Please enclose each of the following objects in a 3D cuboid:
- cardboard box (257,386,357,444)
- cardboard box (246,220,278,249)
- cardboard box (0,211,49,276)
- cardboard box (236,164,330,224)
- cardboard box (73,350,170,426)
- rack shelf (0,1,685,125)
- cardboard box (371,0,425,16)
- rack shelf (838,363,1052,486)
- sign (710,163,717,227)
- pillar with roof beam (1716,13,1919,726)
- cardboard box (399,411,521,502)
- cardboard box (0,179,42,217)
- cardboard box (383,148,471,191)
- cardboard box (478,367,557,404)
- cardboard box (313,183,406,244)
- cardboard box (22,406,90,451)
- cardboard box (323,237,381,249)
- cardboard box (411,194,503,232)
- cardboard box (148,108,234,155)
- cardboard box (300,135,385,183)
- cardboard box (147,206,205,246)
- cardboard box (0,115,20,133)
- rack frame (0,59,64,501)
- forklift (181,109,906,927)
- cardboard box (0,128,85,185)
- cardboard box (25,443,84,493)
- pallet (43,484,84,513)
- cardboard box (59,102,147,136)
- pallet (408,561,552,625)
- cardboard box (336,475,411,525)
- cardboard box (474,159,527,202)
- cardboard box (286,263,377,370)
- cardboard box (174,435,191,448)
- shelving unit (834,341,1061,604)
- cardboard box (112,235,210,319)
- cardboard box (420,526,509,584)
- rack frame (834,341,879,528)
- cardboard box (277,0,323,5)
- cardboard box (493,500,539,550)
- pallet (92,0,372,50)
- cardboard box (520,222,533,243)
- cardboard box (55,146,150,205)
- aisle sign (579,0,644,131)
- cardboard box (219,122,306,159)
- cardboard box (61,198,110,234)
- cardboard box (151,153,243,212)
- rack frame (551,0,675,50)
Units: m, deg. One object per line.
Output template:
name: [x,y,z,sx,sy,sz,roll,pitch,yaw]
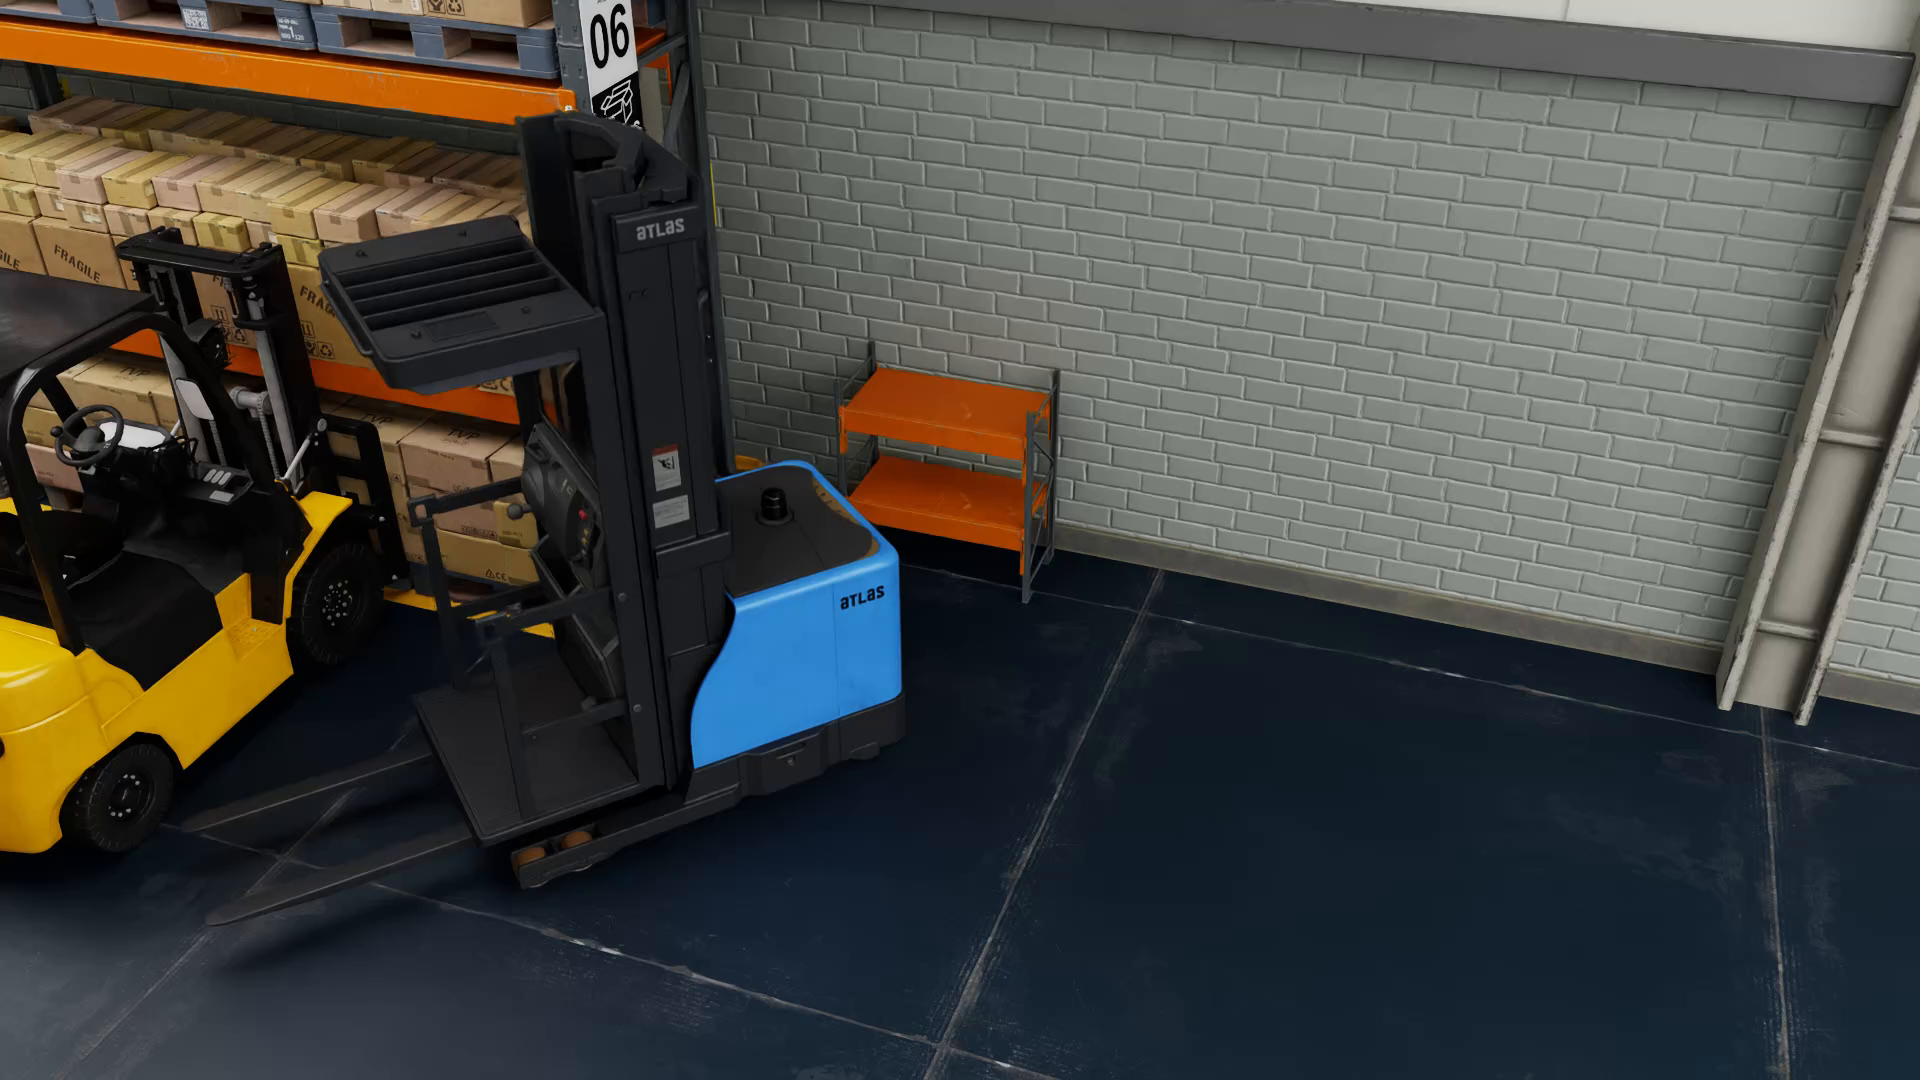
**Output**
cardboard box: [-3.402,-0.647,8.681,0.500,0.250,0.500,10,34,15]
cardboard box: [-3.270,-1.555,8.171,0.250,0.149,0.380,11,34,16]
cardboard box: [-4.864,-1.566,8.786,0.500,0.500,0.500,10,34,15]
cardboard box: [-3.282,-1.681,8.093,0.250,0.149,0.380,12,35,17]
cardboard box: [-4.366,-0.832,8.968,0.500,0.250,0.500,11,34,17]
rack shelf: [-3.311,-2.330,7.960,4.000,0.370,1.077,11,34,16]
cardboard box: [-2.311,-2.376,7.119,0.250,0.149,0.380,10,34,15]
rack shelf: [-0.062,-0.606,8.579,1.000,0.278,0.538,11,34,16]
sign: [-1.235,-1.686,8.192,0.005,0.325,0.100,11,34,16]
pillar with roof beam: [2.416,-0.818,2.189,0.400,9.000,9.100,11,34,16]
cardboard box: [-2.450,-0.463,8.396,0.500,0.250,0.500,12,35,17]
cardboard box: [-4.738,-1.814,8.571,0.250,0.149,0.380,12,35,18]
cardboard box: [-2.645,-1.811,8.293,0.250,0.149,0.380,12,35,18]
cardboard box: [-1.980,-1.004,7.916,0.500,0.500,0.500,10,34,15]
cardboard box: [-2.827,-1.542,7.876,0.250,0.149,0.380,12,35,18]
cardboard box: [-4.843,-0.724,9.260,0.500,0.250,0.500,11,34,16]
cardboard box: [-2.820,-1.428,7.973,0.250,0.149,0.380,10,34,15]
cardboard box: [-2.335,-1.467,7.761,0.250,0.149,0.380,12,35,18]
cardboard box: [-4.059,-2.151,8.820,0.250,0.149,0.380,10,34,16]
cardboard box: [-3.119,-1.914,8.453,0.250,0.149,0.380,11,34,17]
cardboard box: [-3.787,-1.611,8.258,0.250,0.149,0.380,10,34,15]
cardboard box: [-5.452,-2.227,9.211,0.250,0.149,0.380,10,34,15]
rack frame: [-5.194,-1.738,9.145,0.127,3.000,1.000,11,34,16]
forklift: [-1.786,-0.105,6.679,3.031,2.935,1.130,-17,37,-25]
cardboard box: [-4.711,-1.975,8.548,0.250,0.149,0.380,12,35,17]
cardboard box: [-4.850,-0.502,9.378,0.500,0.250,0.500,11,35,17]
pallet: [-4.459,-0.400,9.643,1.213,0.211,1.003,11,34,16]
cardboard box: [-4.569,-2.207,8.906,0.250,0.149,0.380,10,34,15]
pallet: [-2.162,0.046,8.951,1.213,0.211,1.003,11,34,16]
cardboard box: [-2.954,-0.348,8.679,0.500,0.250,0.500,10,34,15]
cardboard box: [-2.161,-1.723,8.156,0.250,0.149,0.380,12,35,17]
cardboard box: [-2.948,-1.198,8.215,0.500,0.500,0.500,10,34,16]
cardboard box: [-3.898,-0.534,8.967,0.500,0.250,0.500,11,34,16]
shelving unit: [-0.062,-0.360,8.738,1.048,1.125,0.538,11,34,16]
cardboard box: [-3.891,-1.387,8.509,0.500,0.500,0.500,11,34,16]
cardboard box: [-2.442,-0.048,8.675,0.500,0.250,0.500,11,34,16]
rack frame: [-0.543,-0.449,8.877,0.032,1.125,0.500,11,34,16]
cardboard box: [-2.858,-2.722,7.332,0.500,0.500,0.700,11,35,17]
cardboard box: [-1.992,-0.167,8.398,0.500,0.250,0.500,11,34,16]
pallet: [-3.237,-2.594,7.787,1.213,0.211,1.003,11,34,16]
cardboard box: [-1.837,-1.404,7.662,0.250,0.149,0.380,11,34,17]
cardboard box: [-4.266,-1.825,8.314,0.250,0.149,0.380,12,35,18]
aisle sign: [-1.465,-1.937,7.055,0.004,0.787,0.394,11,34,16]
cardboard box: [-3.597,-2.023,8.621,0.250,0.149,0.380,11,34,16]
cardboard box: [-4.276,-1.697,8.391,0.250,0.149,0.380,12,35,18]
cardboard box: [-3.754,-1.773,8.234,0.250,0.149,0.380,11,34,16]
rack frame: [-1.428,-3.527,6.384,0.127,3.000,1.000,11,34,16]
